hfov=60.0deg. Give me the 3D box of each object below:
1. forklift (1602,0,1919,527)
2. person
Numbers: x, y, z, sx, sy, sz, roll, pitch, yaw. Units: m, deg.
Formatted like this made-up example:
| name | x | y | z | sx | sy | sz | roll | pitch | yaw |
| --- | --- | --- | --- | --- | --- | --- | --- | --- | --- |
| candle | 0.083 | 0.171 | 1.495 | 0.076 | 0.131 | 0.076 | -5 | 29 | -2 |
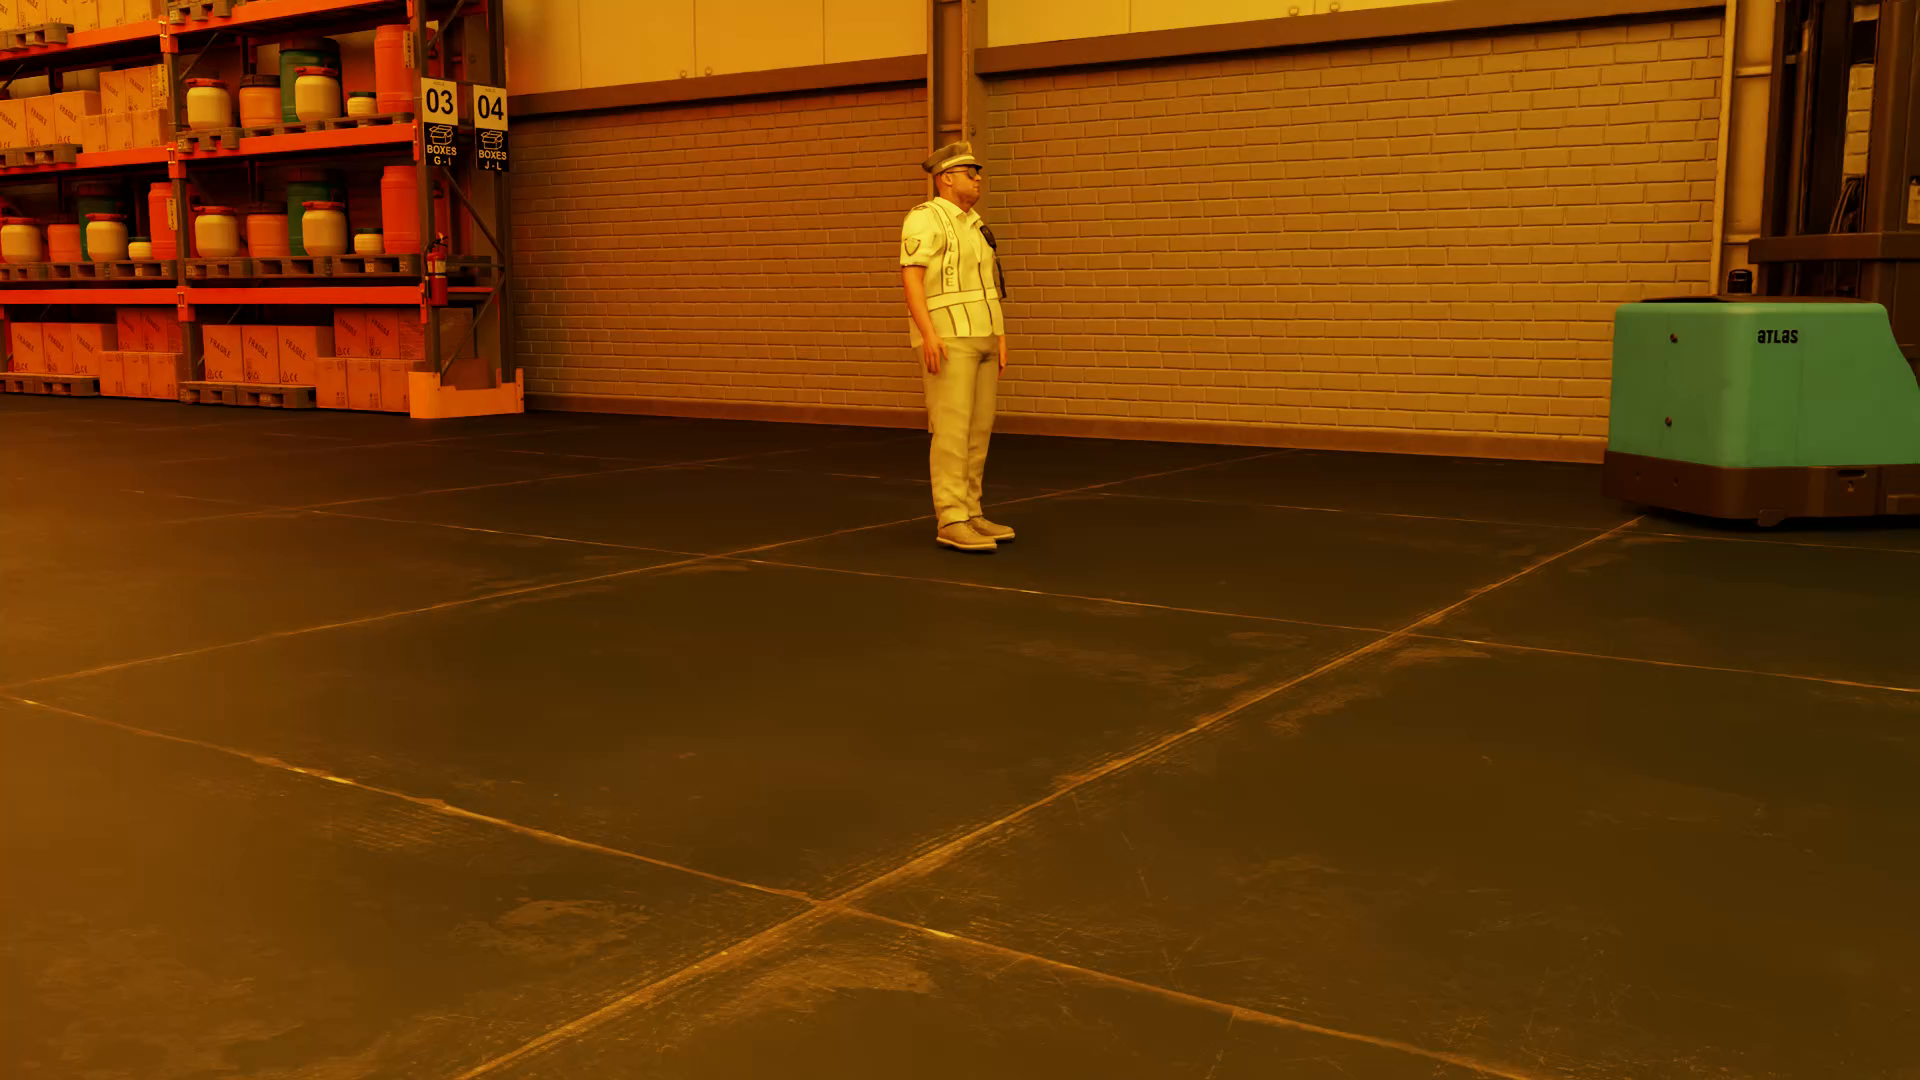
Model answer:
| name | x | y | z | sx | sy | sz | roll | pitch | yaw |
| --- | --- | --- | --- | --- | --- | --- | --- | --- | --- |
| forklift | 4.933 | -1.592 | 8.387 | 3.031 | 2.935 | 1.130 | -2 | 8 | -12 |
| person | 0.059 | -0.883 | 7.424 | 0.573 | 1.781 | 0.641 | 5 | 10 | 34 |
